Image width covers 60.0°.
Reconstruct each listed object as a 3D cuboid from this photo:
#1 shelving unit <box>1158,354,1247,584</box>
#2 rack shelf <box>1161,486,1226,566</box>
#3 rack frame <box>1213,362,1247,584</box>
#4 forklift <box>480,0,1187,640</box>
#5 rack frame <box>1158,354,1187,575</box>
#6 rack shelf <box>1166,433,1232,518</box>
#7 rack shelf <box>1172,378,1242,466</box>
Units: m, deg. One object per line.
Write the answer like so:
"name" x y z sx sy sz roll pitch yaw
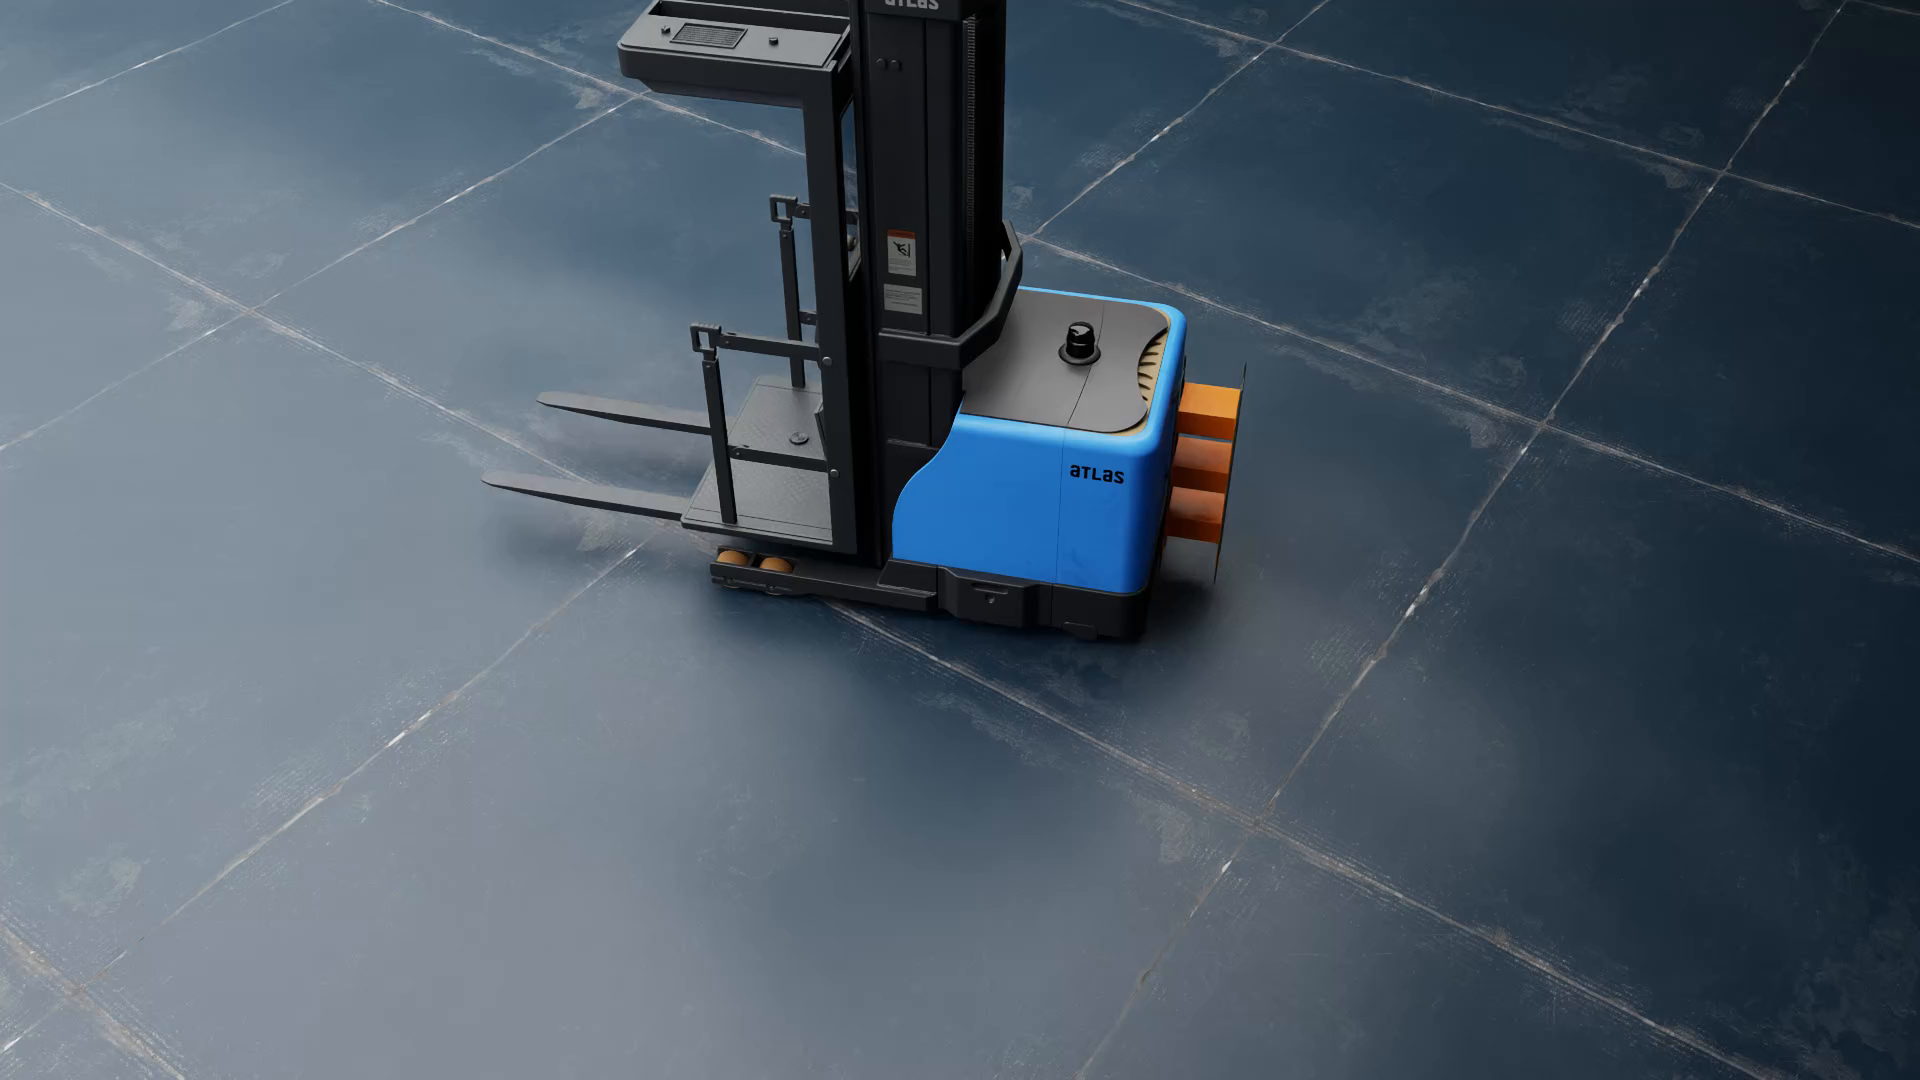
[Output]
"shelving unit" 1.017 -0.283 7.027 0.252 1.050 0.215 9 43 10
"rack shelf" 1.017 -0.068 7.219 0.240 0.259 0.215 9 43 10
"rack frame" 1.136 -0.264 7.006 0.008 1.050 0.200 9 43 10
"forklift" -0.606 -1.186 6.626 3.031 2.935 1.130 9 43 10
"rack frame" 0.898 -0.301 7.047 0.008 1.050 0.200 9 43 10
"rack shelf" 1.017 -0.275 7.034 0.240 0.259 0.215 9 43 10
"rack shelf" 1.017 -0.486 6.845 0.240 0.259 0.215 9 43 10
